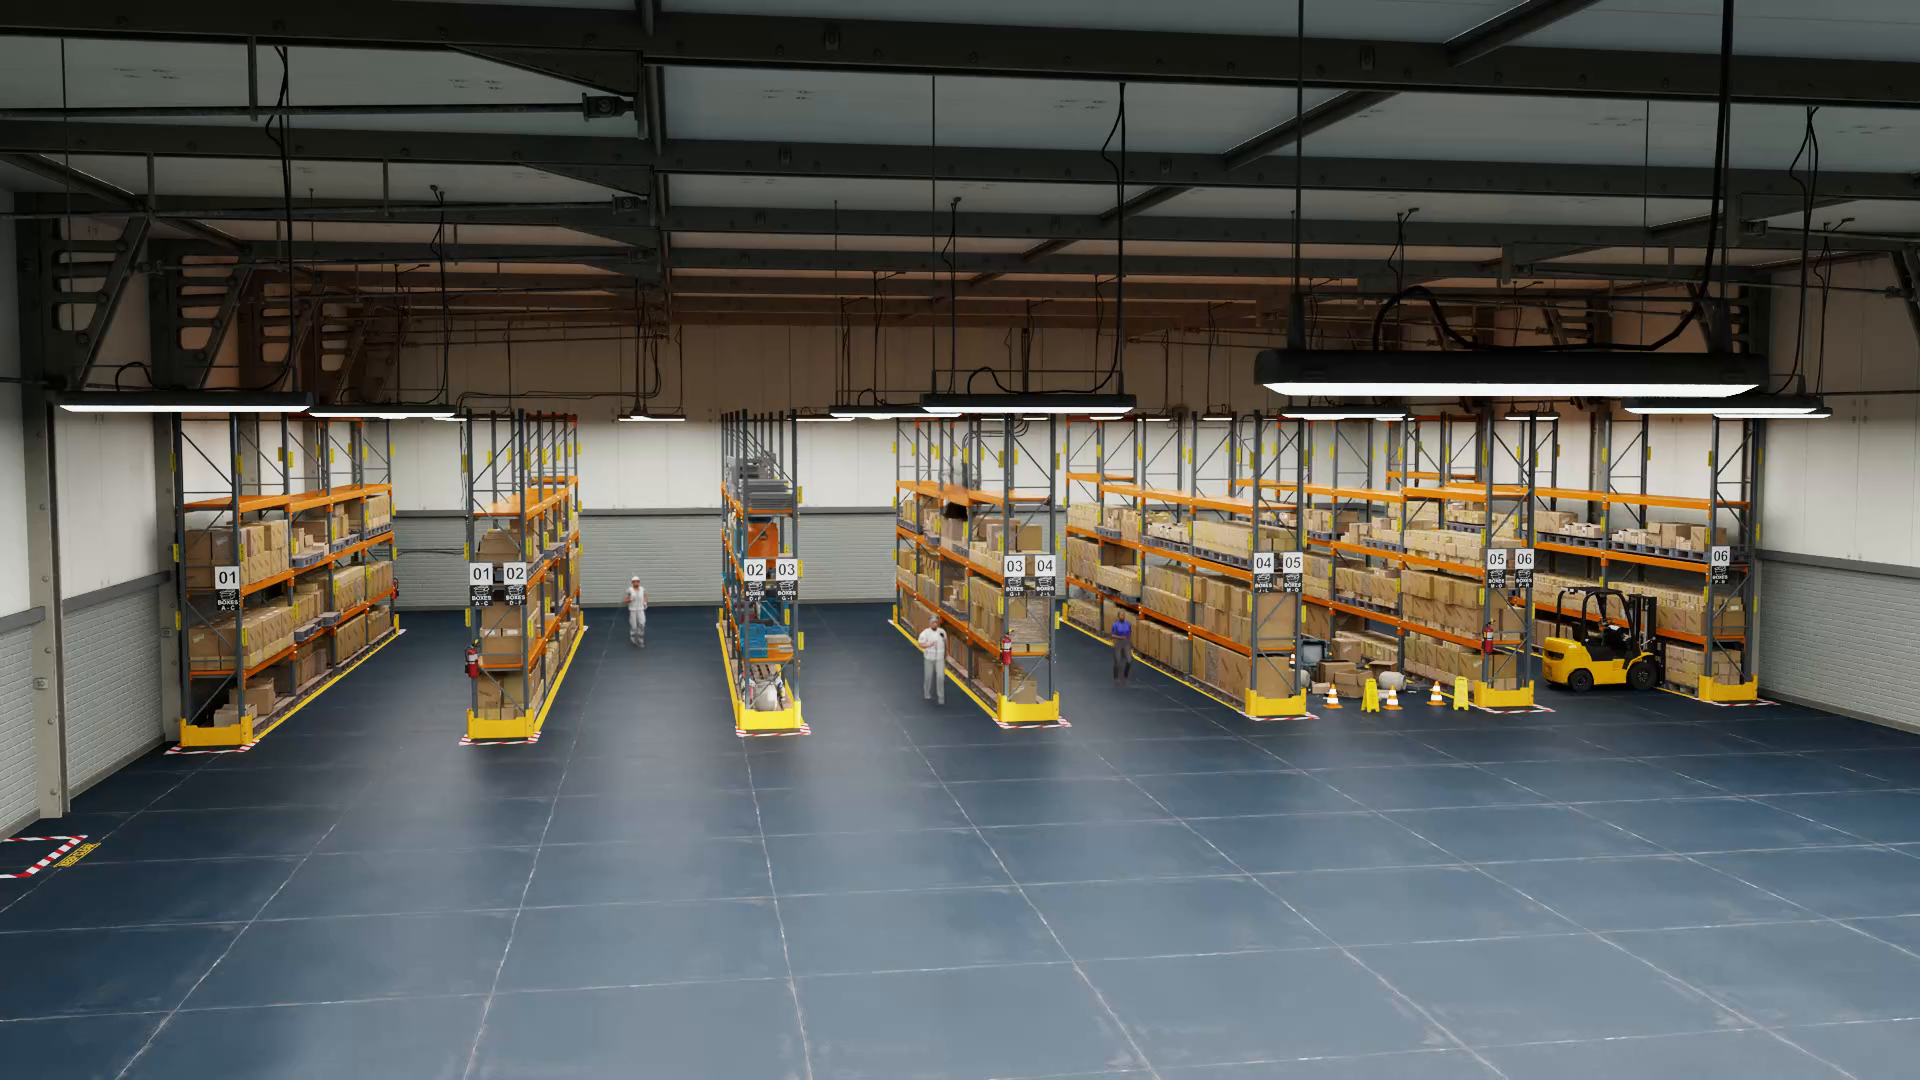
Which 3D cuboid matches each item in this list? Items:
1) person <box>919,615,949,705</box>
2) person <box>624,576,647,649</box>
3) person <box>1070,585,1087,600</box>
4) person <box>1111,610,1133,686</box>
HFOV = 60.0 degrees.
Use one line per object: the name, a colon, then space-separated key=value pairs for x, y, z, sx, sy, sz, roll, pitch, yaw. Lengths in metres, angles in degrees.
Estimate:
person: x=-0.531 y=2.432 z=34.160 sx=0.656 sy=1.788 sz=0.964 roll=-1 pitch=4 yaw=-10
person: x=-8.296 y=1.848 z=42.611 sx=0.638 sy=1.840 sz=0.774 roll=-1 pitch=4 yaw=-20
person: x=3.655 y=1.471 z=49.781 sx=0.714 sy=1.667 sz=0.647 roll=-1 pitch=4 yaw=-16
person: x=3.562 y=2.364 z=36.380 sx=0.544 sy=1.663 sz=0.688 roll=-1 pitch=4 yaw=-13
